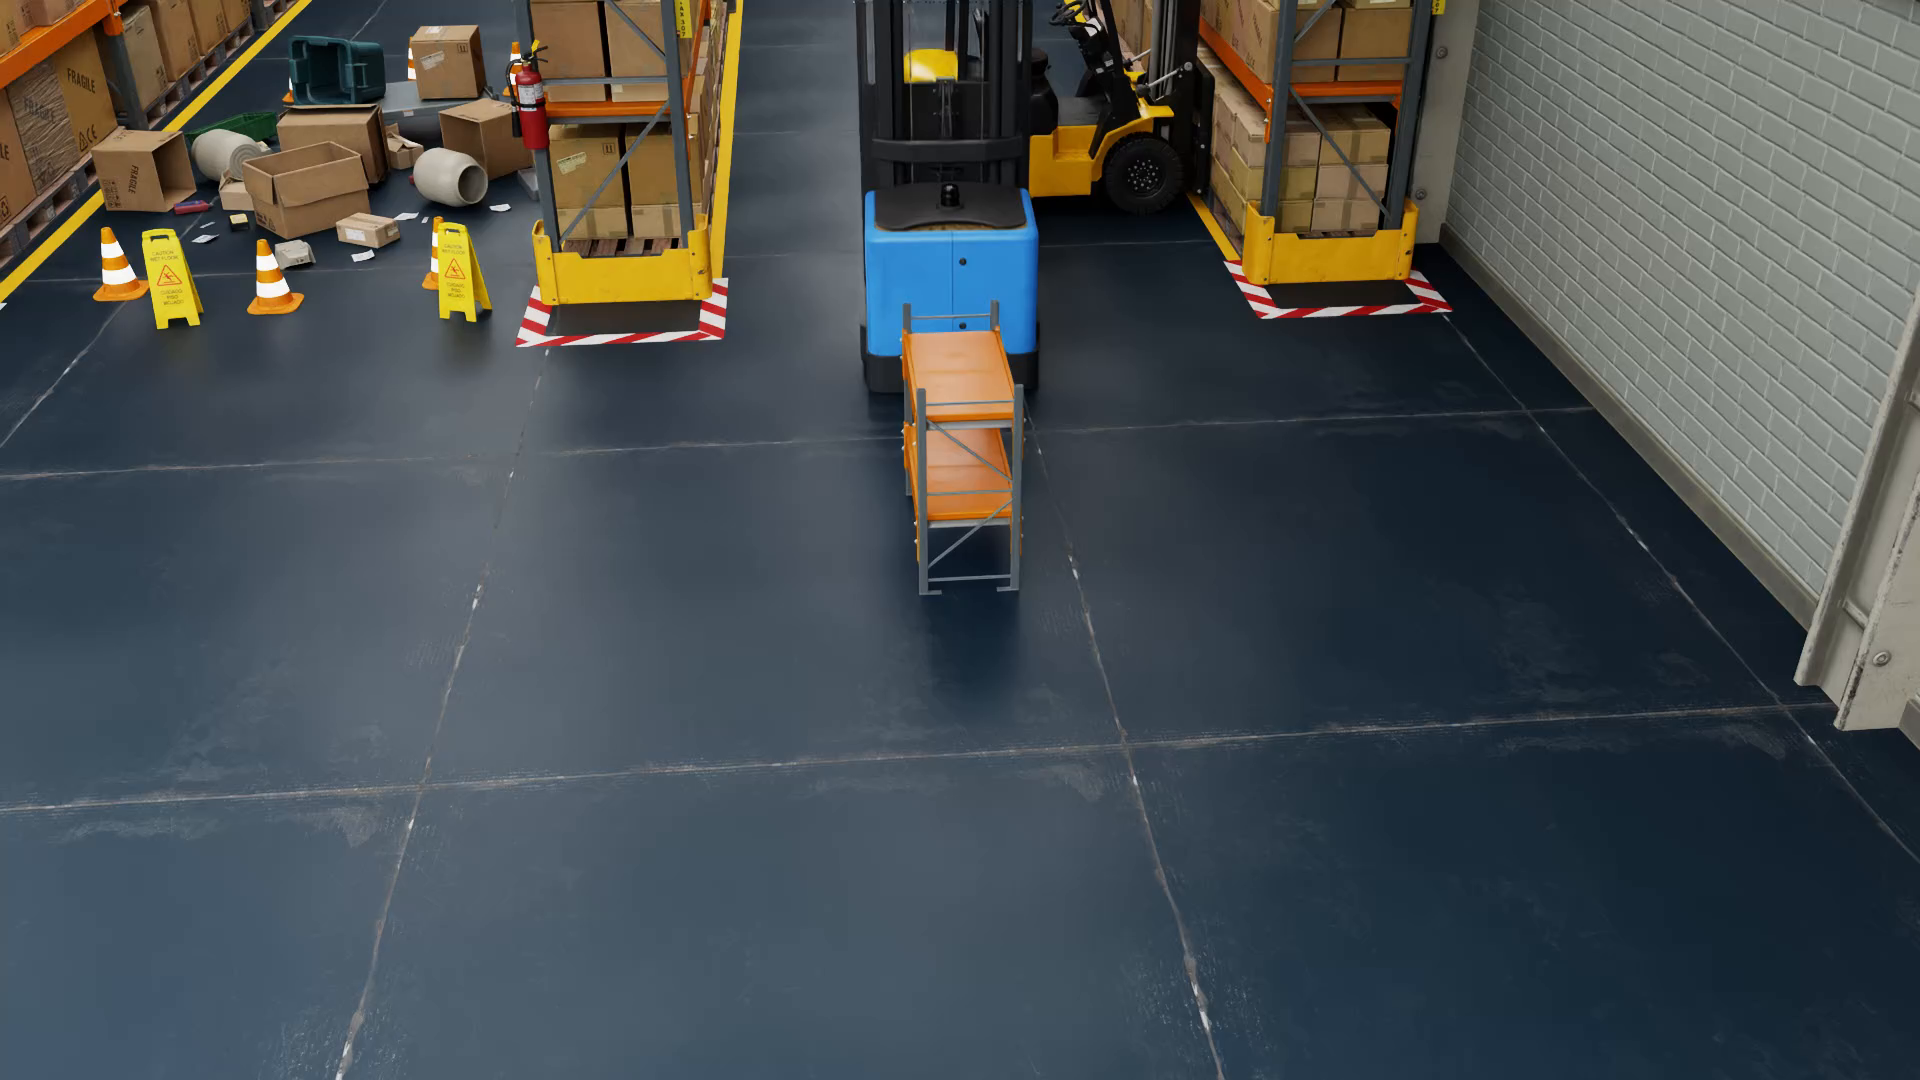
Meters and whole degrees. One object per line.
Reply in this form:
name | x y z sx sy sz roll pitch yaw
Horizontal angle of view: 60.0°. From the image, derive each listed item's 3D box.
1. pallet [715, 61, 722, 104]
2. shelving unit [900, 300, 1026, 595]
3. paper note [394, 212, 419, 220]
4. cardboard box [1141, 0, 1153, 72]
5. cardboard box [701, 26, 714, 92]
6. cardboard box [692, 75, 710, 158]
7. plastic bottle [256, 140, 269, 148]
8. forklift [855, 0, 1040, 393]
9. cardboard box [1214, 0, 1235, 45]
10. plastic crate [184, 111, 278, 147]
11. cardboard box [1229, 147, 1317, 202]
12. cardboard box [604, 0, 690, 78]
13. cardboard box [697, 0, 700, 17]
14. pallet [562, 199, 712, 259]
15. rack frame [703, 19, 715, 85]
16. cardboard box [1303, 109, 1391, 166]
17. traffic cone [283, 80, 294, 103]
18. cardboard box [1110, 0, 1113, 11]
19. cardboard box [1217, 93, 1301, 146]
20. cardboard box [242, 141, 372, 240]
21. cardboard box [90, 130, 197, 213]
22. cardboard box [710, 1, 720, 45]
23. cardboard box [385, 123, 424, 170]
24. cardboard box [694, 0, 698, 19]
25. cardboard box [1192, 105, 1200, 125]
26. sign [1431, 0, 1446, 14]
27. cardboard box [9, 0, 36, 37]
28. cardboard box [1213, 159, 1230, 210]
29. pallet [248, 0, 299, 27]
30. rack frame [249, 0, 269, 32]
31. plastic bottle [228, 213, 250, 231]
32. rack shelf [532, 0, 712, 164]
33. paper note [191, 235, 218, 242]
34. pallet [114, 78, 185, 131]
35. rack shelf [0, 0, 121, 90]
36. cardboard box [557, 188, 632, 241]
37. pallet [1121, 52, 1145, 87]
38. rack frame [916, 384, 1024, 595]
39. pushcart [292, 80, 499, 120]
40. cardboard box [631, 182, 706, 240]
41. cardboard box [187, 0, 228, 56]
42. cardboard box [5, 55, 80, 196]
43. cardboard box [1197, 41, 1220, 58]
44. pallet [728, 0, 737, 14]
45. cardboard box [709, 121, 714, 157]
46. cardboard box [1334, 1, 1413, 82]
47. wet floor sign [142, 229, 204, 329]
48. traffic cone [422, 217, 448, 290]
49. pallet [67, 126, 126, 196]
pallet | -2.765 -4.222 15.613 1.003 0.211 1.213 -3 31 -5
shelving unit | -0.001 -0.486 8.467 0.538 1.125 1.048 -3 31 -5
paper note | -4.317 -2.528 12.964 0.148 0.019 0.142 8 32 13
cardboard box | 2.191 -4.688 15.580 0.875 0.625 0.625 -1 31 -2
cardboard box | -2.368 -4.055 14.154 0.500 0.500 0.500 -3 31 -5
cardboard box | -2.212 -3.262 12.827 0.500 0.500 0.500 -2 31 -4
plastic bottle | -6.081 -3.403 14.388 0.133 0.061 0.283 -20 36 -30
forklift | -0.108 -2.875 10.706 1.130 2.935 3.031 -1 31 -2
cardboard box | 2.230 -4.028 12.471 0.500 0.500 0.500 -3 31 -6
plastic crate | -6.289 -3.525 14.412 0.450 0.188 0.662 4 30 26
cardboard box | 2.268 -2.668 12.075 0.500 0.250 0.500 -3 31 -5
cardboard box | -2.085 -3.406 11.139 0.500 0.500 0.500 -3 31 -5
cardboard box | -2.259 -4.246 13.179 0.380 0.149 0.250 -3 31 -5
pallet | -2.365 -2.238 12.291 1.003 0.211 1.213 -3 31 -5
rack frame | -2.691 -5.022 14.233 1.000 3.000 0.127 -3 31 -5
cardboard box | 2.768 -2.903 11.982 0.500 0.250 0.500 -3 31 -5
traffic cone | -6.231 -4.401 15.667 0.336 0.463 0.334 -3 31 -5
cardboard box | 1.991 -5.812 17.462 0.875 0.625 0.625 -2 31 -3
cardboard box | 2.218 -3.129 12.361 0.500 0.250 0.500 -2 31 -4
cardboard box | -5.002 -2.684 12.752 0.637 0.503 0.797 27 40 37
cardboard box | -6.443 -2.918 13.145 0.500 0.500 0.500 2 31 4
cardboard box | -2.879 -5.064 16.455 0.950 0.372 0.625 -2 31 -3
cardboard box | -4.751 -3.329 14.065 0.396 0.266 0.258 27 40 37
cardboard box | -2.241 -4.189 12.451 0.500 0.500 0.500 -3 31 -6
cardboard box | 2.120 -3.442 13.372 0.500 0.250 0.500 -3 31 -5
sign | 3.178 -3.649 11.012 0.100 0.325 0.005 -3 31 -5
cardboard box | -7.556 -4.049 12.457 0.875 0.550 0.550 -3 31 -5
cardboard box | 2.229 -2.698 12.614 0.500 0.250 0.500 -3 31 -5
pallet | -8.055 -5.977 18.551 1.003 0.211 1.213 -3 31 -5
rack frame | -7.983 -6.775 17.168 1.000 3.000 0.127 -3 31 -5
plastic bottle | -5.554 -2.455 12.801 0.133 0.061 0.283 -14 33 -22
rack shelf | -2.504 -3.692 12.708 1.077 0.370 4.000 -3 31 -5
paper note | -5.688 -2.276 12.533 0.144 0.017 0.142 8 32 13
pallet | -7.757 -3.926 15.118 1.003 0.211 1.213 -3 31 -5
rack shelf | -7.423 -3.403 12.224 1.077 0.370 4.000 -3 31 -5
cardboard box | -2.663 -2.392 12.101 0.500 0.250 0.500 -3 31 -5
pallet | 2.143 -4.439 15.976 1.003 0.211 1.213 -3 31 -5
rack frame | 0.047 -0.227 8.033 0.500 1.125 0.032 -3 31 -5
pushcart | -4.956 -3.761 14.679 1.648 0.377 0.936 -14 33 -22
cardboard box | -2.117 -2.405 12.123 0.500 0.250 0.500 -3 31 -5
cardboard box | -7.931 -5.229 16.363 1.050 0.750 0.750 -2 31 -4
cardboard box | -7.532 -3.217 12.873 0.875 0.875 0.875 -3 31 -4
cardboard box | 2.079 -3.914 13.674 0.500 0.250 0.500 -2 31 -3
pallet | -3.063 -6.273 19.047 1.003 0.211 1.213 -3 31 -5
cardboard box | -2.265 -3.202 13.457 0.500 0.250 0.500 -2 31 -4
cardboard box | 2.855 -3.529 11.635 0.500 0.500 0.500 -2 31 -3
wet floor sign | -5.262 -1.760 11.068 0.267 0.644 0.232 -8 32 -13
traffic cone | -3.641 -2.048 11.728 0.336 0.463 0.334 -3 31 -5
pallet | -7.616 -3.144 13.808 1.003 0.211 1.213 -3 31 -5
